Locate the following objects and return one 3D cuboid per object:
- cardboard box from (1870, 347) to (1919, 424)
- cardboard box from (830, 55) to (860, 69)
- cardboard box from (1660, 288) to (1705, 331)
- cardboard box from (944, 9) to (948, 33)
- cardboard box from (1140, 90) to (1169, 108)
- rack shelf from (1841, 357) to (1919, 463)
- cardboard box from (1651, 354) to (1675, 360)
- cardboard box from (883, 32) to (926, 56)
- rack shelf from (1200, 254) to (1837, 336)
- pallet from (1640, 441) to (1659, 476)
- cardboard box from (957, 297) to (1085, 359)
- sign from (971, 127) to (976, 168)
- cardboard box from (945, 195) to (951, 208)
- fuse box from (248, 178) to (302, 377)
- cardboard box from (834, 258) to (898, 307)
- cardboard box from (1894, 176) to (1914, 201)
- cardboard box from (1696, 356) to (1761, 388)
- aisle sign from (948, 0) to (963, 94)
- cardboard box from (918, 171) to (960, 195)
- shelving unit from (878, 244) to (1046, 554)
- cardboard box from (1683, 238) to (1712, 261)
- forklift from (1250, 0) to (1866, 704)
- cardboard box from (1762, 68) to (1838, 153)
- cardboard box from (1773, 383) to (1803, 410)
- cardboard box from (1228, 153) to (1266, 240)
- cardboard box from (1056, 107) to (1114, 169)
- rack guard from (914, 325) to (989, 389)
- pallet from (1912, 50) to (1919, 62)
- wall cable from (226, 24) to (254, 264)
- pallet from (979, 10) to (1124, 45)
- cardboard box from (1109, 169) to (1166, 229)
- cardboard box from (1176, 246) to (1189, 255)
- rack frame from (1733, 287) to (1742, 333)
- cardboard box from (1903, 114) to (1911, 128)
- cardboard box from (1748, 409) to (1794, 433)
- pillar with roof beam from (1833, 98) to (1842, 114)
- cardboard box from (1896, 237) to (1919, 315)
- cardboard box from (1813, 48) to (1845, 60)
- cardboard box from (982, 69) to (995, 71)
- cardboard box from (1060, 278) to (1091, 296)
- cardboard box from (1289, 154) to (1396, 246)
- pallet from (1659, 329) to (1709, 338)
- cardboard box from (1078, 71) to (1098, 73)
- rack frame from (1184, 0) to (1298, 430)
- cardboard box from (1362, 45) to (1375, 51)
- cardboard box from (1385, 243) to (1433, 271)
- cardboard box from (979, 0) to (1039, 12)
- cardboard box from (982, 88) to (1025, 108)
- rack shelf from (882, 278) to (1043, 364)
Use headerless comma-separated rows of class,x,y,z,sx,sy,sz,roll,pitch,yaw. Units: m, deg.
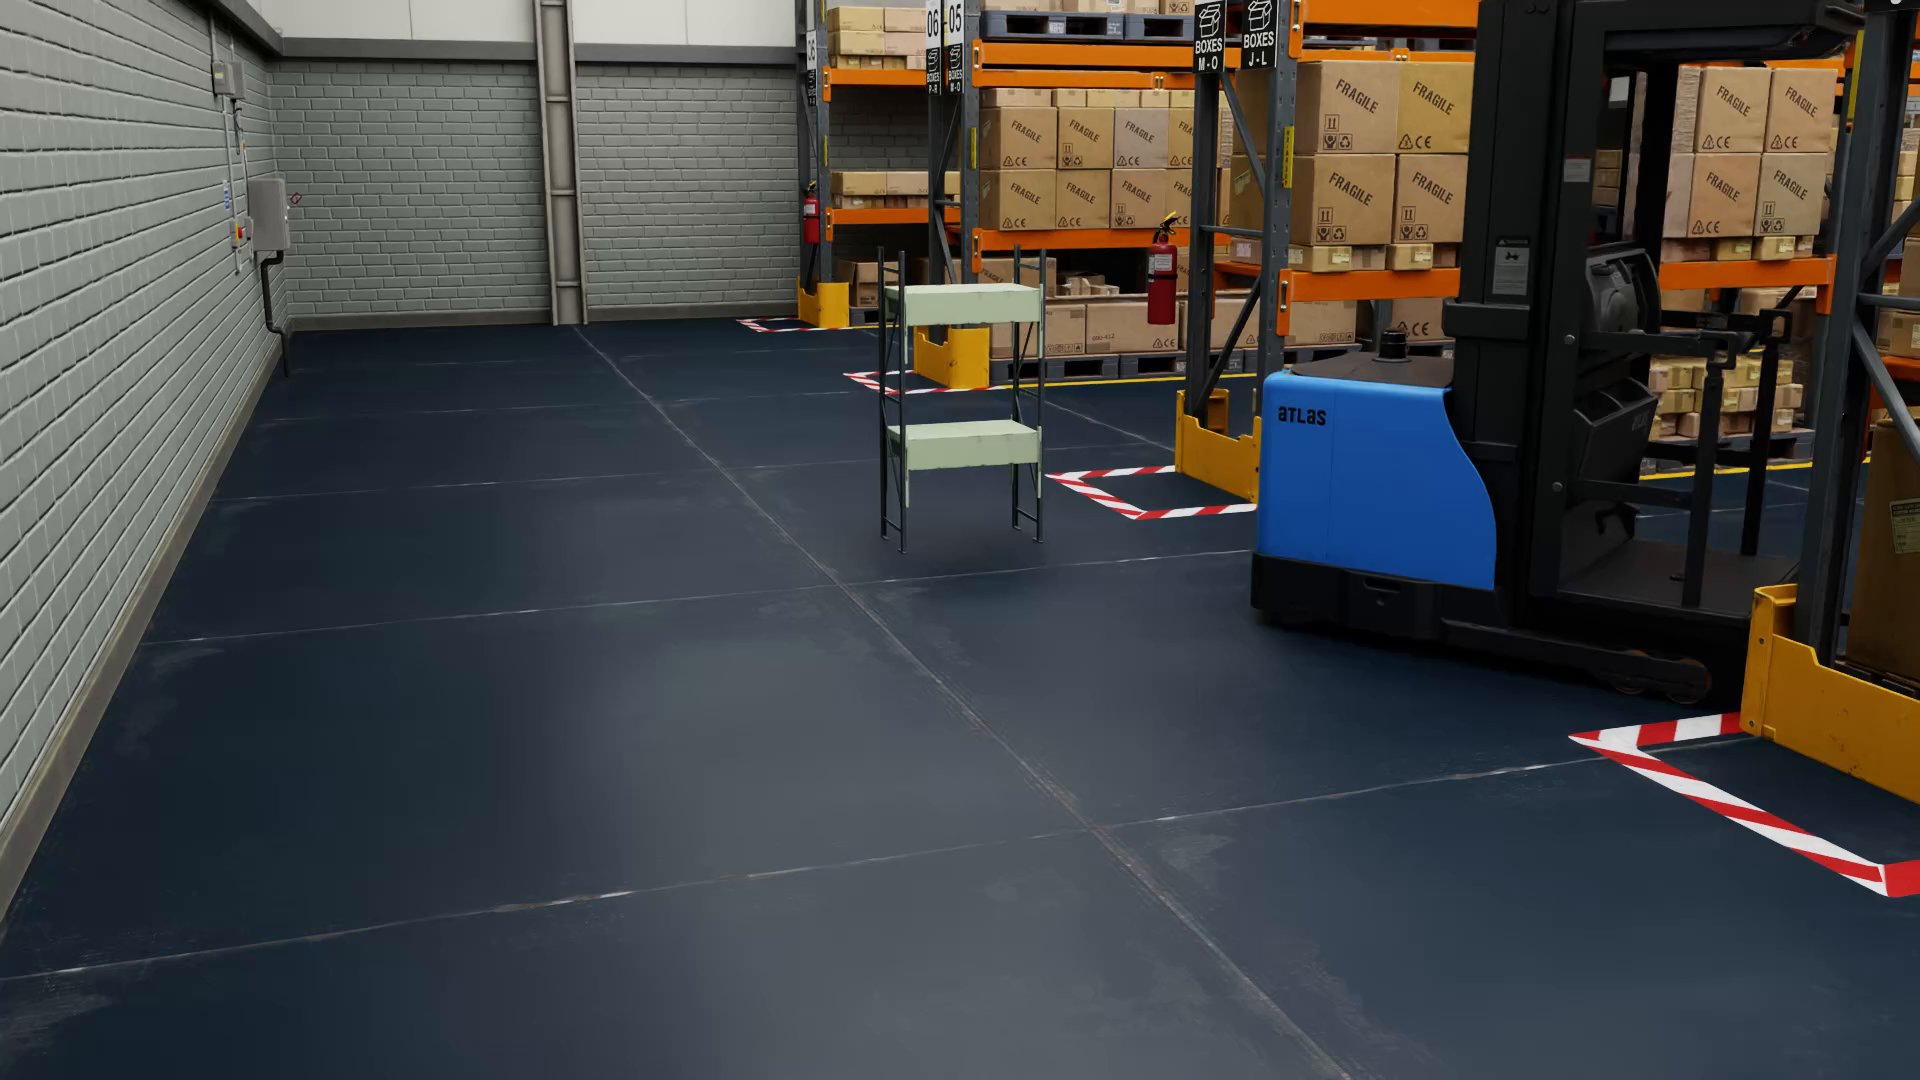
cardboard box,6.189,-1.065,11.132,0.500,0.500,0.500,-4,14,-16
cardboard box,-1.272,-5.261,18.340,0.250,0.149,0.380,-4,14,-17
cardboard box,6.840,-2.592,16.740,0.875,0.875,0.875,-5,14,-19
cardboard box,-0.188,-5.777,18.567,0.500,0.250,0.500,-5,14,-19
cardboard box,1.597,-3.772,14.239,0.250,0.149,0.380,-4,14,-18
rack shelf,4.995,-0.487,5.764,4.000,0.370,1.077,-4,14,-18
cardboard box,4.508,-1.170,11.048,0.250,0.149,0.380,-5,14,-19
cardboard box,-0.665,-5.497,18.472,0.500,0.250,0.500,-4,14,-17
rack shelf,3.509,-1.583,10.369,4.000,0.370,1.077,-4,14,-18
pallet,3.621,-0.575,10.606,1.213,0.211,1.003,-4,14,-18
cardboard box,0.532,-1.892,14.743,0.875,0.438,0.875,-5,14,-20
sign,0.110,-3.201,13.575,0.005,0.325,0.100,-4,14,-18
cardboard box,-0.276,-3.875,18.996,0.250,0.149,0.380,-4,14,-17
fuse box,-5.930,-2.287,14.558,0.414,1.711,0.539,-4,14,-18
cardboard box,-1.038,-2.966,19.116,0.637,0.503,0.797,-5,14,-20
cardboard box,5.924,-2.235,10.550,0.250,0.149,0.380,-4,14,-17
cardboard box,4.920,-1.076,10.652,0.250,0.149,0.380,-4,14,-17
aisle sign,-0.037,-4.059,13.607,0.004,0.787,0.394,-4,14,-18
cardboard box,-0.175,-4.073,18.966,0.500,0.250,0.500,-5,14,-19
shelving unit,0.006,-0.730,8.471,0.755,1.500,0.431,-4,14,-18
cardboard box,4.460,-1.832,10.406,0.250,0.149,0.380,-5,14,-20
forklift,2.740,-0.961,6.351,3.031,2.935,1.130,10,16,35
cardboard box,5.045,-2.666,10.349,0.500,0.500,0.500,-5,14,-20
cardboard box,5.207,-0.949,10.762,0.250,0.149,0.380,-4,14,-17
cardboard box,1.957,-2.068,9.996,0.500,0.500,0.500,-4,14,-17
cardboard box,0.972,-3.411,14.124,0.500,0.500,0.500,-5,14,-20
rack guard,-0.084,-1.645,14.480,0.348,0.500,1.175,-4,14,-18
pallet,9.711,-5.017,17.178,1.003,0.211,1.213,-4,14,-18
wall cable,-5.862,-3.246,13.613,0.122,1.984,0.588,-4,14,-18
pallet,0.638,-4.336,14.101,1.213,0.211,1.003,-4,14,-18
cardboard box,1.443,-2.961,14.395,0.500,0.500,0.500,-5,14,-18
cardboard box,2.568,-3.519,20.046,0.250,0.149,0.380,-4,14,-15
rack frame,7.521,-3.454,16.680,0.127,3.000,1.000,-4,14,-18
cardboard box,9.756,-4.402,17.500,0.250,0.149,0.380,-4,14,-15
cardboard box,5.141,-0.794,10.752,0.250,0.149,0.380,-4,14,-17
pillar with roof beam,13.942,-7.253,19.689,0.400,9.000,9.100,-4,14,-18
cardboard box,3.474,-0.855,5.438,0.500,0.250,0.500,-5,14,-19
cardboard box,8.422,-5.029,16.606,0.500,0.500,0.700,-4,14,-18
cardboard box,0.212,-5.353,18.726,0.250,0.149,0.380,-4,14,-18
cardboard box,1.370,-2.989,19.728,0.258,0.266,0.396,-4,14,-16
cardboard box,2.127,-1.951,9.504,0.500,0.500,0.500,-4,14,-15
pallet,6.749,-2.055,16.828,1.213,0.211,1.003,-4,14,-18
cardboard box,1.406,-5.457,19.164,0.250,0.149,0.380,-4,14,-16
rack frame,1.613,-1.785,9.665,0.127,3.000,1.000,-4,14,-18
cardboard box,4.944,-5.987,20.310,0.250,0.149,0.380,-4,14,-18
cardboard box,2.525,-1.651,9.644,0.250,0.149,0.380,-5,14,-20
cardboard box,0.336,-4.555,14.031,0.500,0.250,0.500,-6,15,-23
cardboard box,0.363,-3.679,13.851,0.250,0.149,0.380,-4,14,-17
rack shelf,0.006,-1.110,8.381,0.720,0.370,0.431,-4,14,-18
